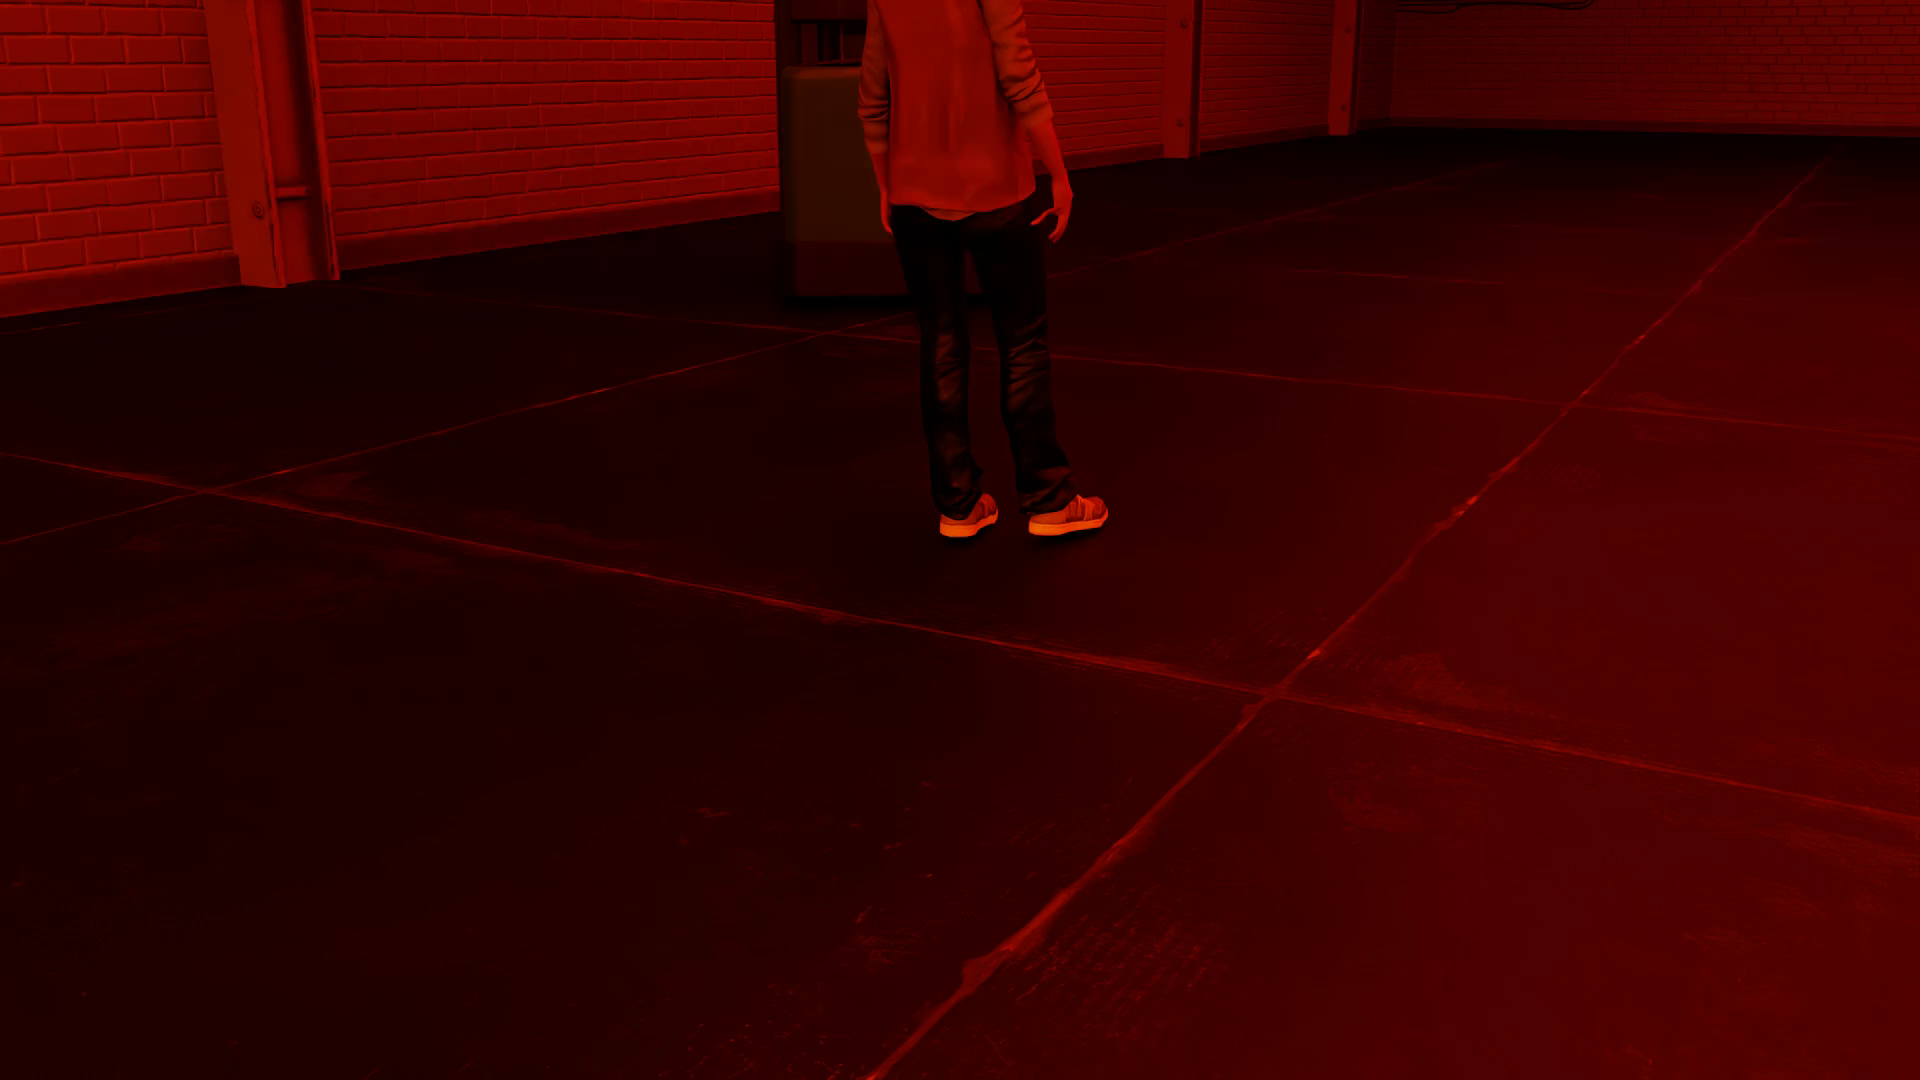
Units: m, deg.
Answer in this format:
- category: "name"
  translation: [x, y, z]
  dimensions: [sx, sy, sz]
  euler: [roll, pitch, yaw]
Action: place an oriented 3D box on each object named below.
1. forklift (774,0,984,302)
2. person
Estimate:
- category: "forklift"
  translation: [-0.421, -2.879, 8.630]
  dimensions: [1.130, 2.935, 3.031]
  euler: [-2, 16, -5]
- category: "person"
  translation: [0.049, -0.790, 3.868]
  dimensions: [0.520, 1.599, 0.473]
  euler: [9, 19, 28]
